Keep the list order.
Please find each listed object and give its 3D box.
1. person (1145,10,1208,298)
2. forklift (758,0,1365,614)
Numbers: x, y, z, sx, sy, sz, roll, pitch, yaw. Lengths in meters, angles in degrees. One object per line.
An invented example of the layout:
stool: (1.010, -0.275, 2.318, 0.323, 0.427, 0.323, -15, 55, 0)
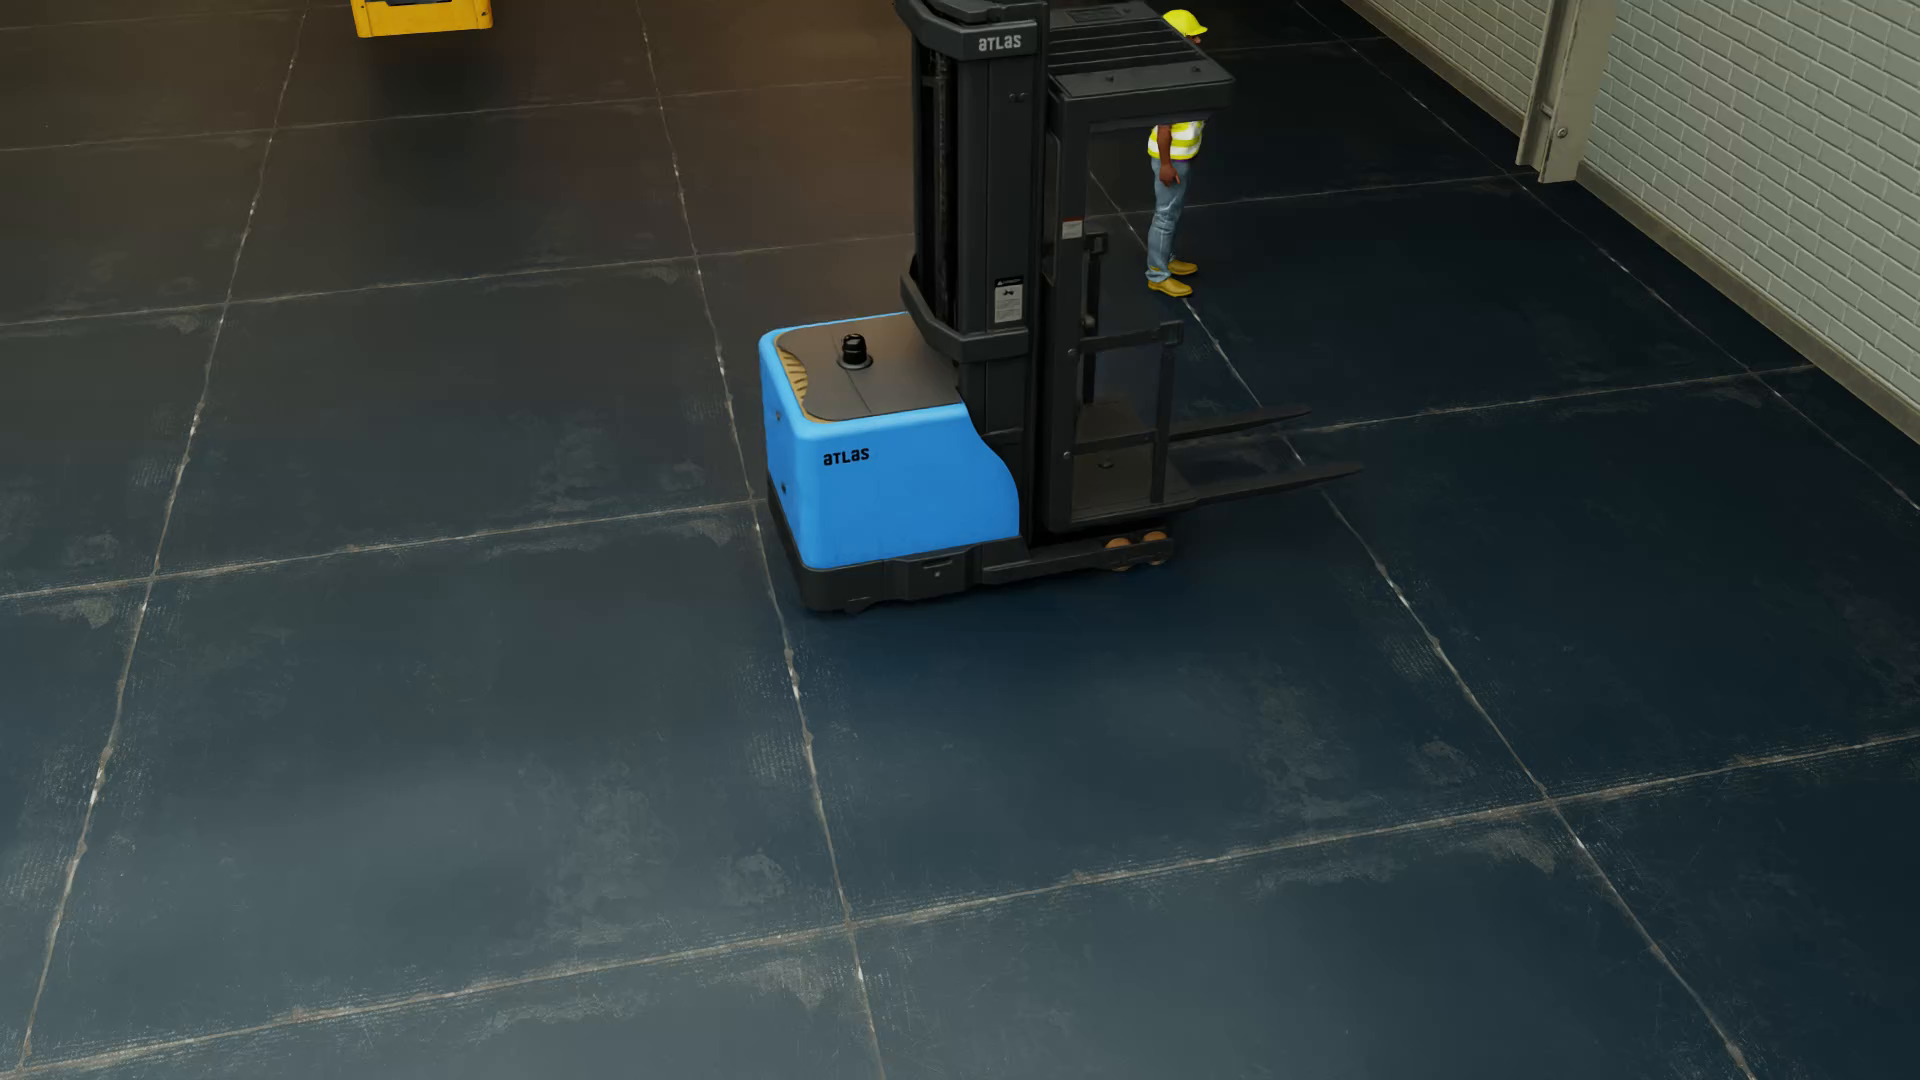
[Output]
person: (1.362, -2.432, 10.428, 0.394, 1.770, 0.551, 9, 37, 12)
forklift: (0.574, -1.320, 7.884, 3.031, 2.935, 1.130, -10, 37, -13)
